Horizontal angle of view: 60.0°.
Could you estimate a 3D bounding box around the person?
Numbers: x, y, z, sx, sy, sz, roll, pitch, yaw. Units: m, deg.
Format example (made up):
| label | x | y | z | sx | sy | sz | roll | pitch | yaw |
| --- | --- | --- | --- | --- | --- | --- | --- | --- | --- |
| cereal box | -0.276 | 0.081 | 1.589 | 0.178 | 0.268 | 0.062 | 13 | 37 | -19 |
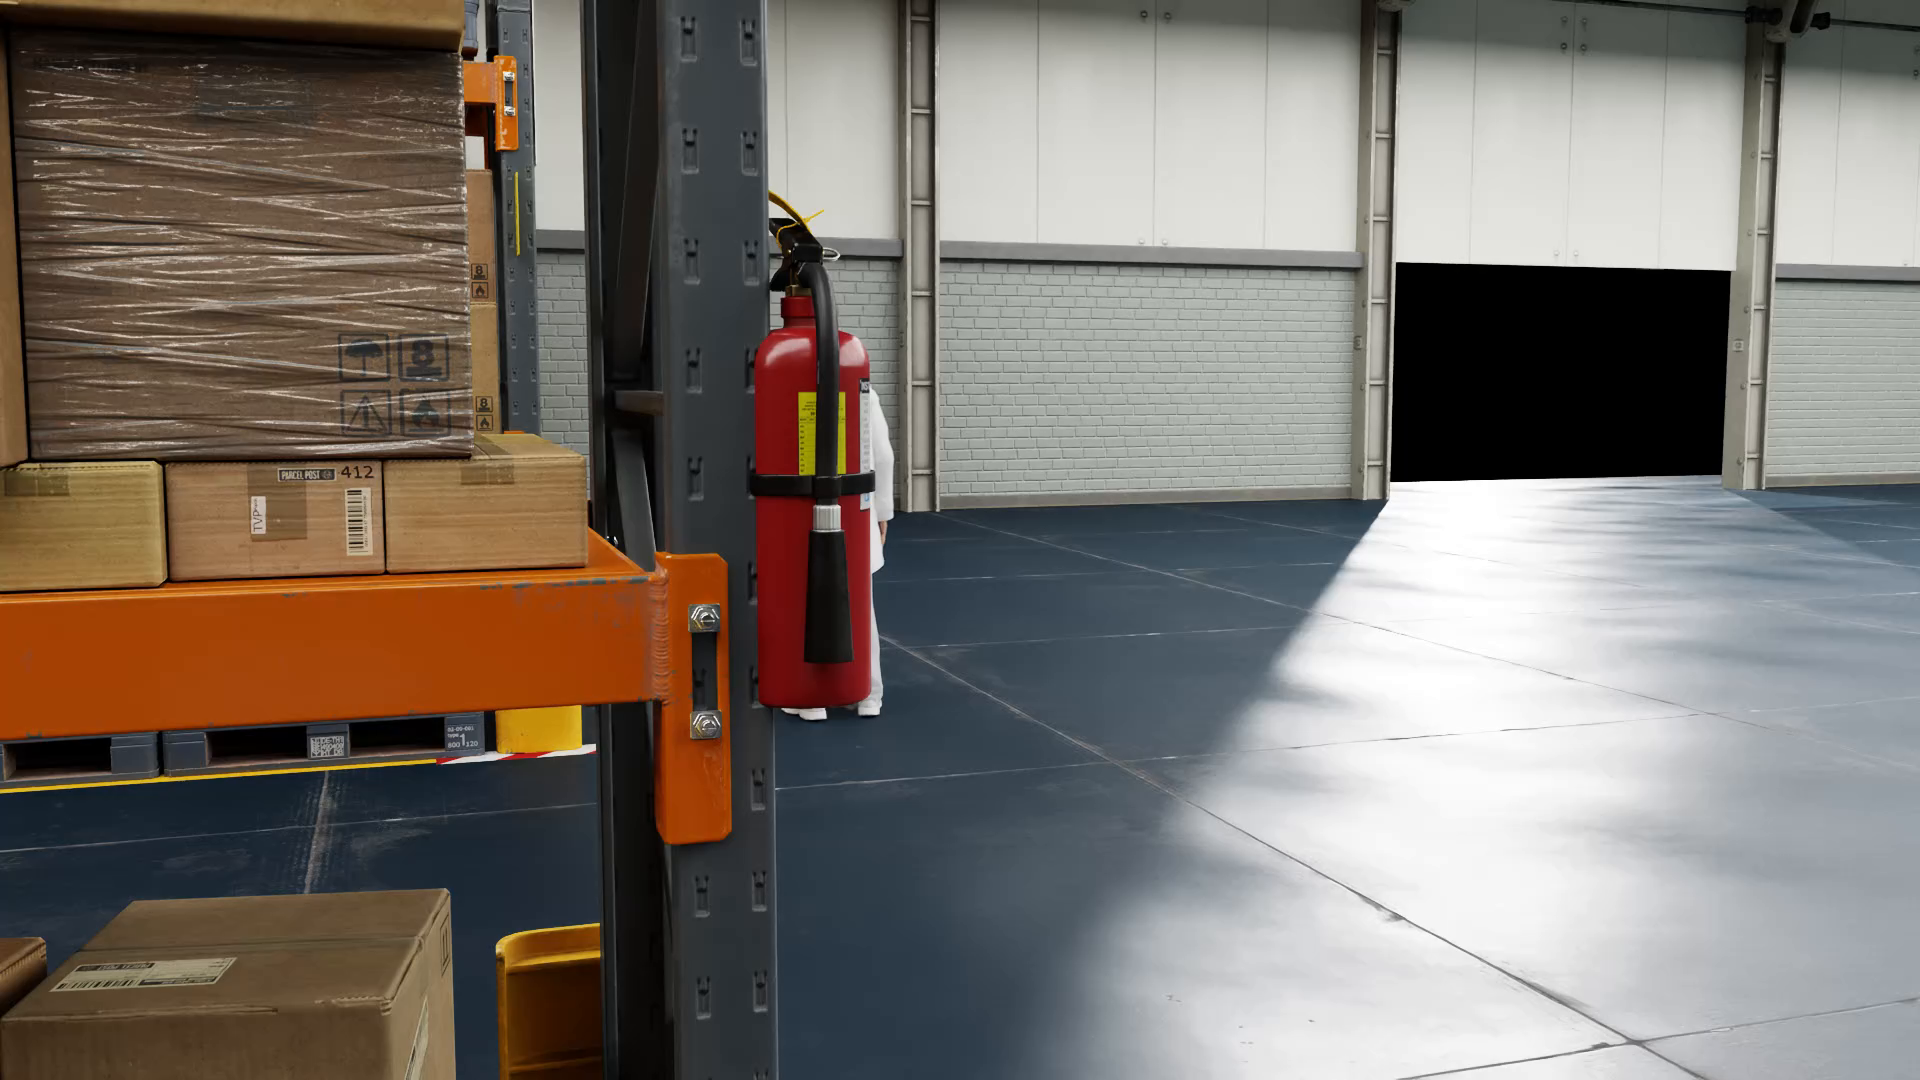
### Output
| label | x | y | z | sx | sy | sz | roll | pitch | yaw |
| --- | --- | --- | --- | --- | --- | --- | --- | --- | --- |
| person | -0.612 | -0.079 | 7.573 | 0.647 | 1.772 | 0.429 | -2 | 6 | -22 |
